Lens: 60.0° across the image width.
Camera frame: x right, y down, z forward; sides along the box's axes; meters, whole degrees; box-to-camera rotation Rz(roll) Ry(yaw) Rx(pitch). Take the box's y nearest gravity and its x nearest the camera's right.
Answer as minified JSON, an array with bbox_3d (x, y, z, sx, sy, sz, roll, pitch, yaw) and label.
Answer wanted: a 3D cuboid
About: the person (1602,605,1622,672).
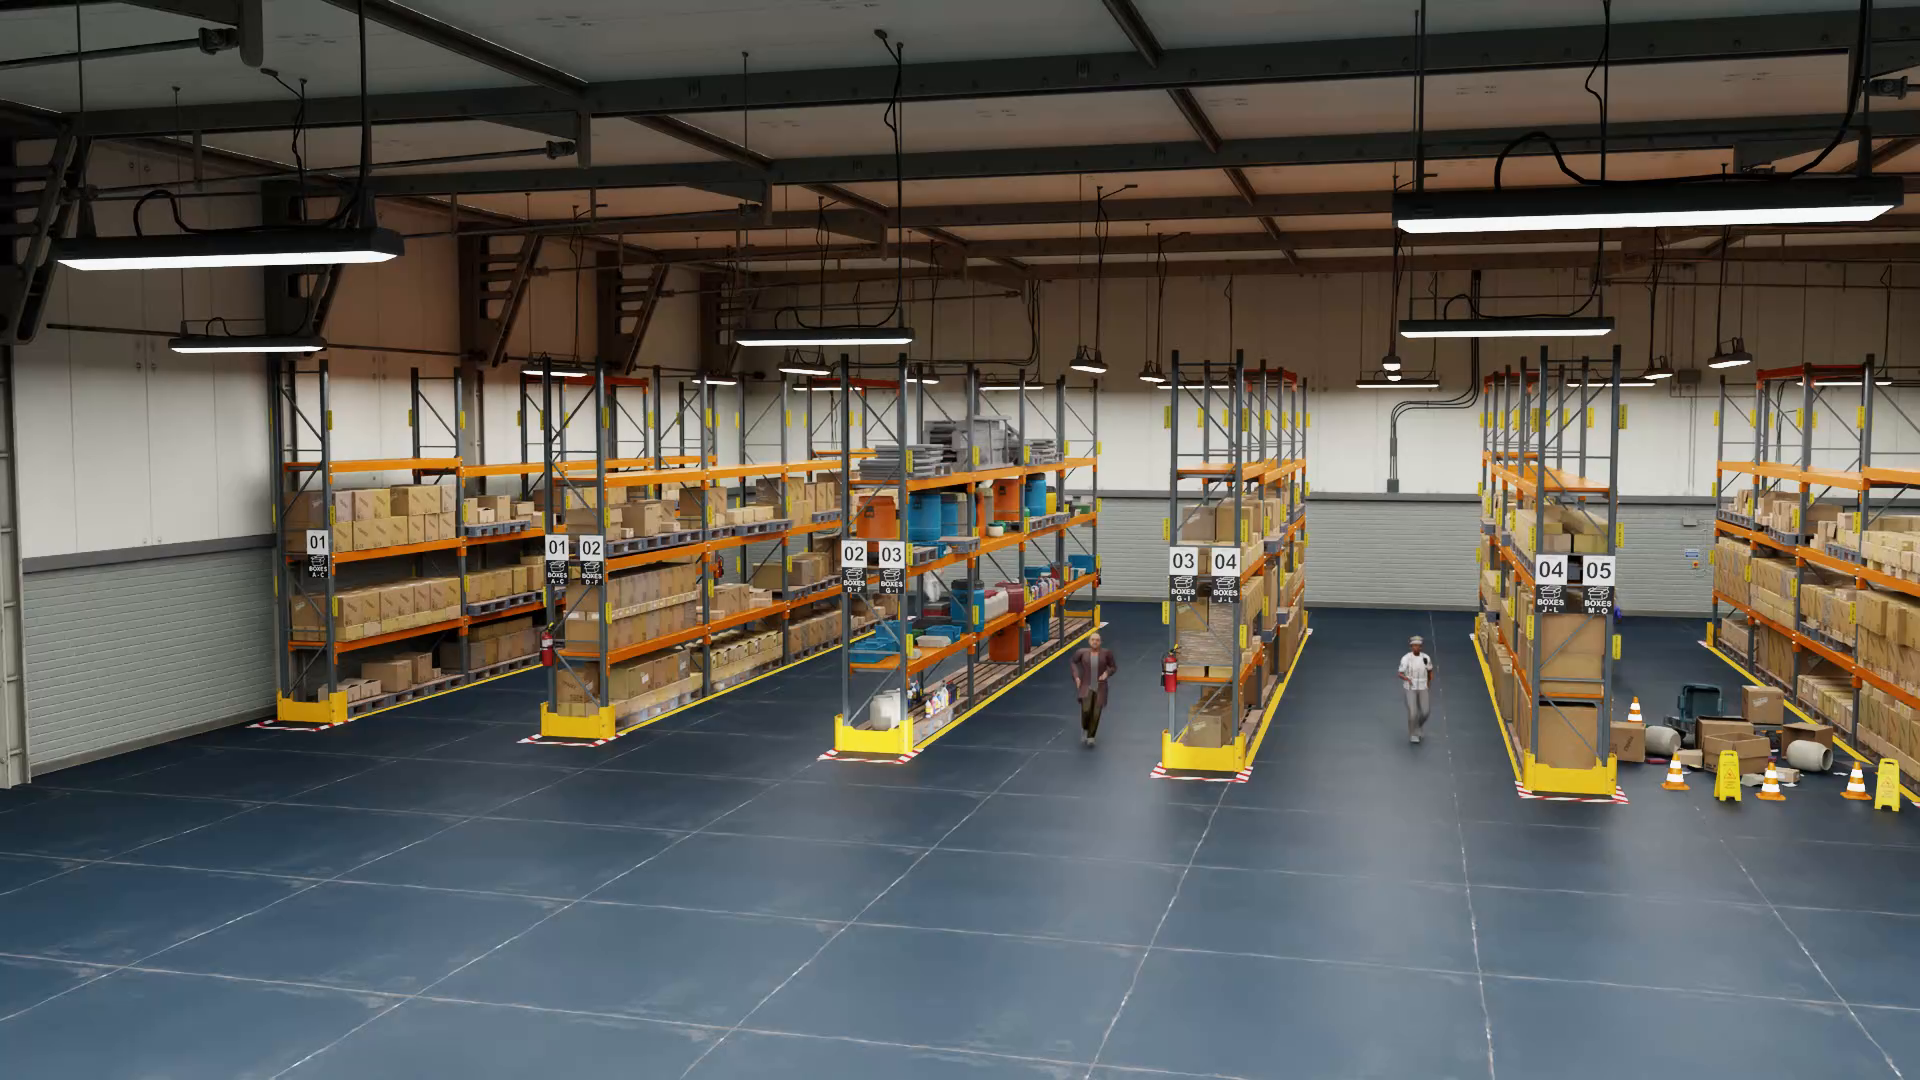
[{"bbox_3d":[12.837,1.825,33.058,0.569,1.597,0.547,0,4,6],"label":"person"}]

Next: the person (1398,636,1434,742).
[{"bbox_3d":[7.096,2.316,25.809,0.569,1.654,0.566,0,4,3],"label":"person"}]

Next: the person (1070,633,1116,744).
[{"bbox_3d":[2.048,2.290,25.532,0.706,1.737,0.706,0,4,0],"label":"person"}]

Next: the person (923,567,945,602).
[{"bbox_3d":[-0.713,1.096,41.864,0.663,1.799,0.916,-1,4,-13],"label":"person"}]
